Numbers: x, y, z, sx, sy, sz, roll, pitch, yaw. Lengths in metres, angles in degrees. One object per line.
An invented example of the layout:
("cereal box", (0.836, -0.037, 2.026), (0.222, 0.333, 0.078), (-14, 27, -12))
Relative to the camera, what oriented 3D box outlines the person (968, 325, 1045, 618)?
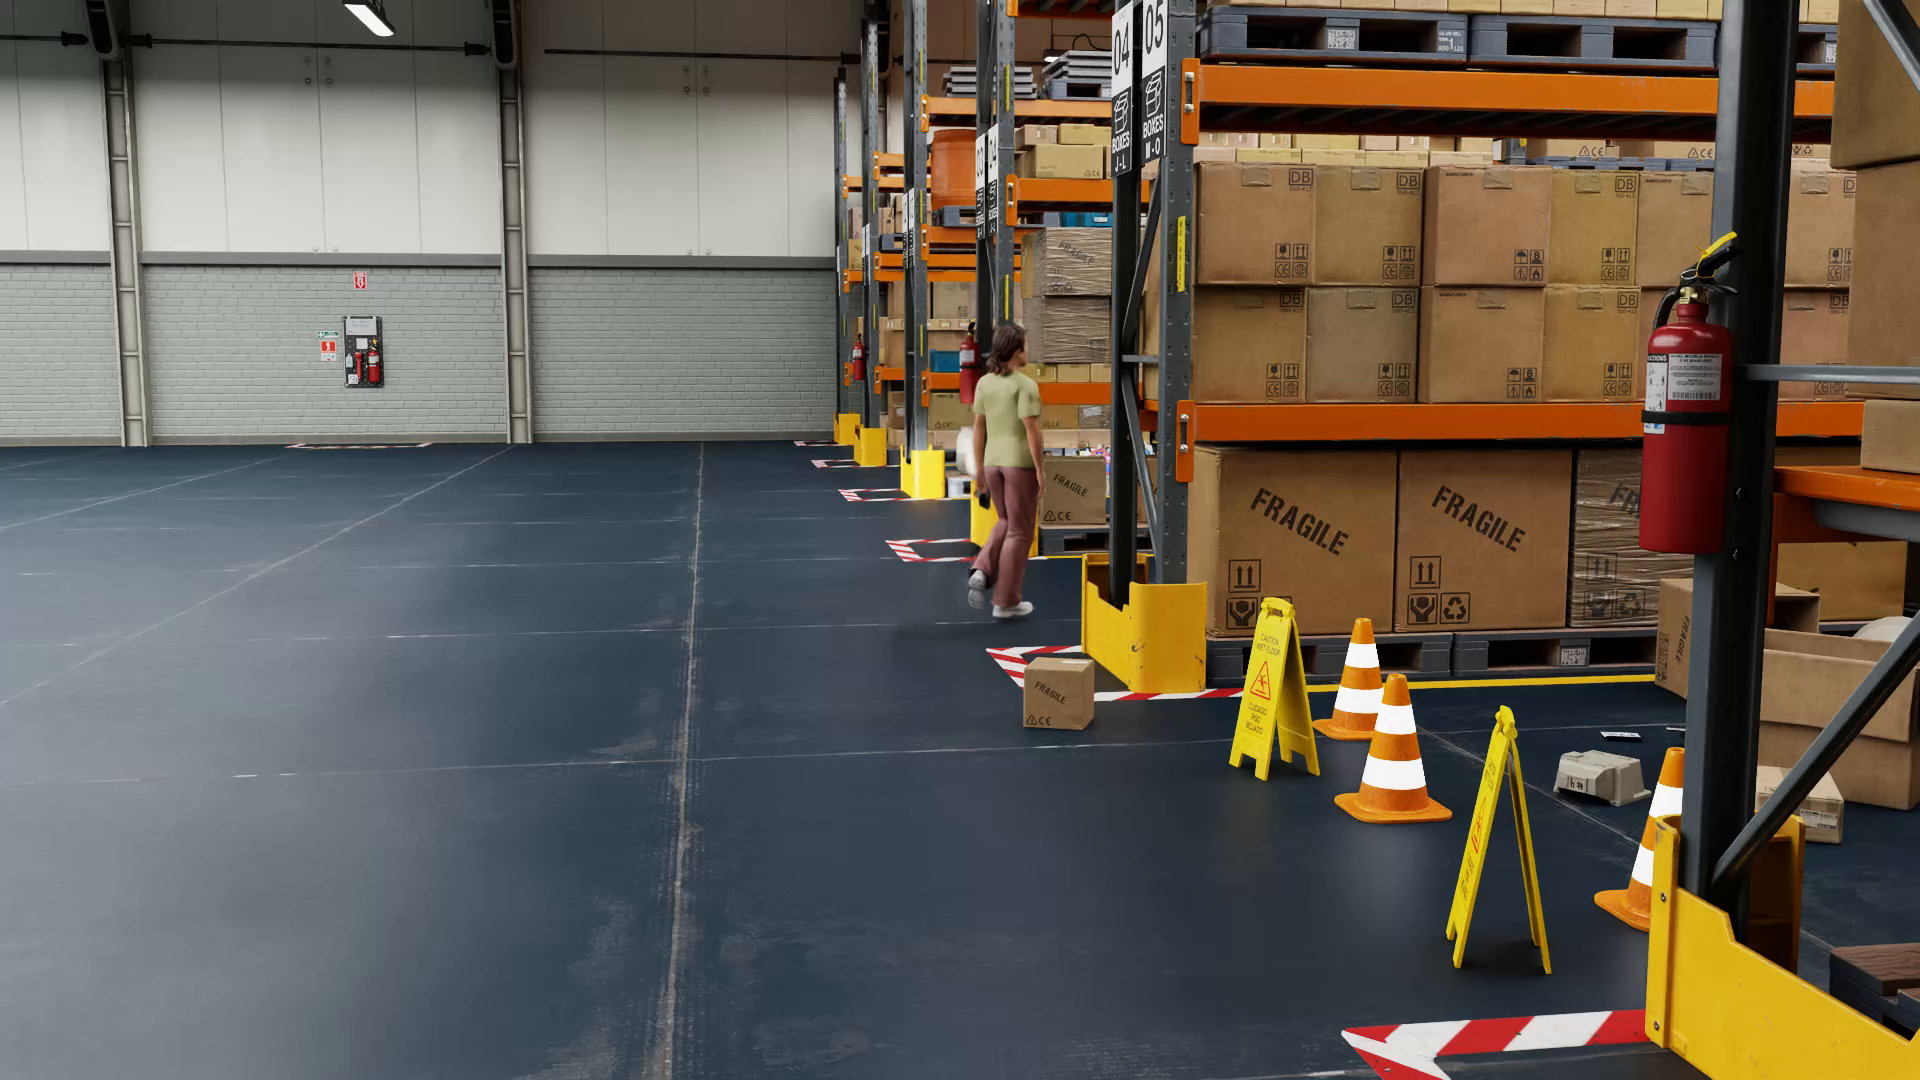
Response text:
("person", (0.311, -0.387, 9.465), (0.475, 1.658, 0.440), (6, 9, 42))
